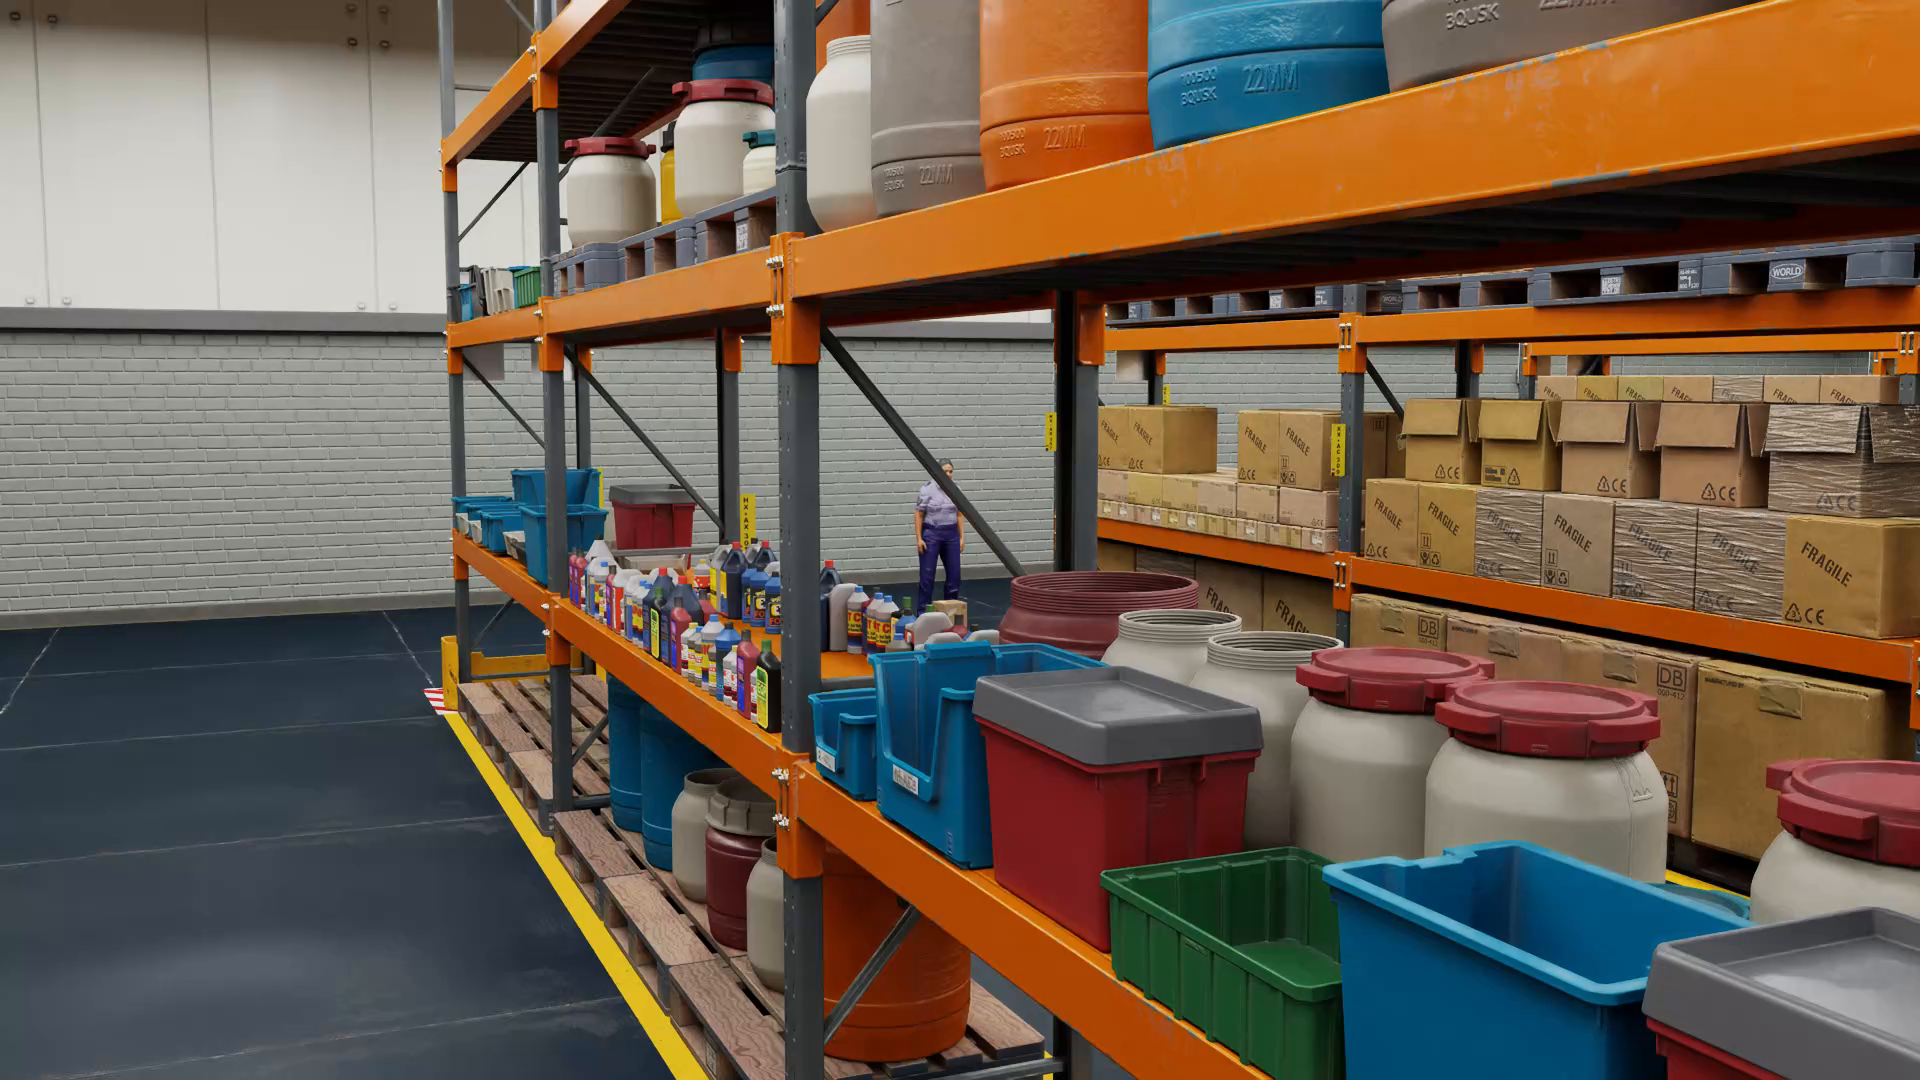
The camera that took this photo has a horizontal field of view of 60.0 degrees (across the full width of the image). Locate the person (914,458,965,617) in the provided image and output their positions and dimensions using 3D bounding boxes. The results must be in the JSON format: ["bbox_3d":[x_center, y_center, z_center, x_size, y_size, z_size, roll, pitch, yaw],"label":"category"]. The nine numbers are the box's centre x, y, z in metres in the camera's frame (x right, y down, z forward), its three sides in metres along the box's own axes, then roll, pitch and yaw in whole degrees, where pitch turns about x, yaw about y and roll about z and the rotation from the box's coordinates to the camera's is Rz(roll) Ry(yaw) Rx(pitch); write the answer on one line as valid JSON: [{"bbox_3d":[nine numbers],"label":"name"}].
[{"bbox_3d":[-0.202,0.012,16.423,0.537,1.651,0.373,-2,6,-24],"label":"person"}]
